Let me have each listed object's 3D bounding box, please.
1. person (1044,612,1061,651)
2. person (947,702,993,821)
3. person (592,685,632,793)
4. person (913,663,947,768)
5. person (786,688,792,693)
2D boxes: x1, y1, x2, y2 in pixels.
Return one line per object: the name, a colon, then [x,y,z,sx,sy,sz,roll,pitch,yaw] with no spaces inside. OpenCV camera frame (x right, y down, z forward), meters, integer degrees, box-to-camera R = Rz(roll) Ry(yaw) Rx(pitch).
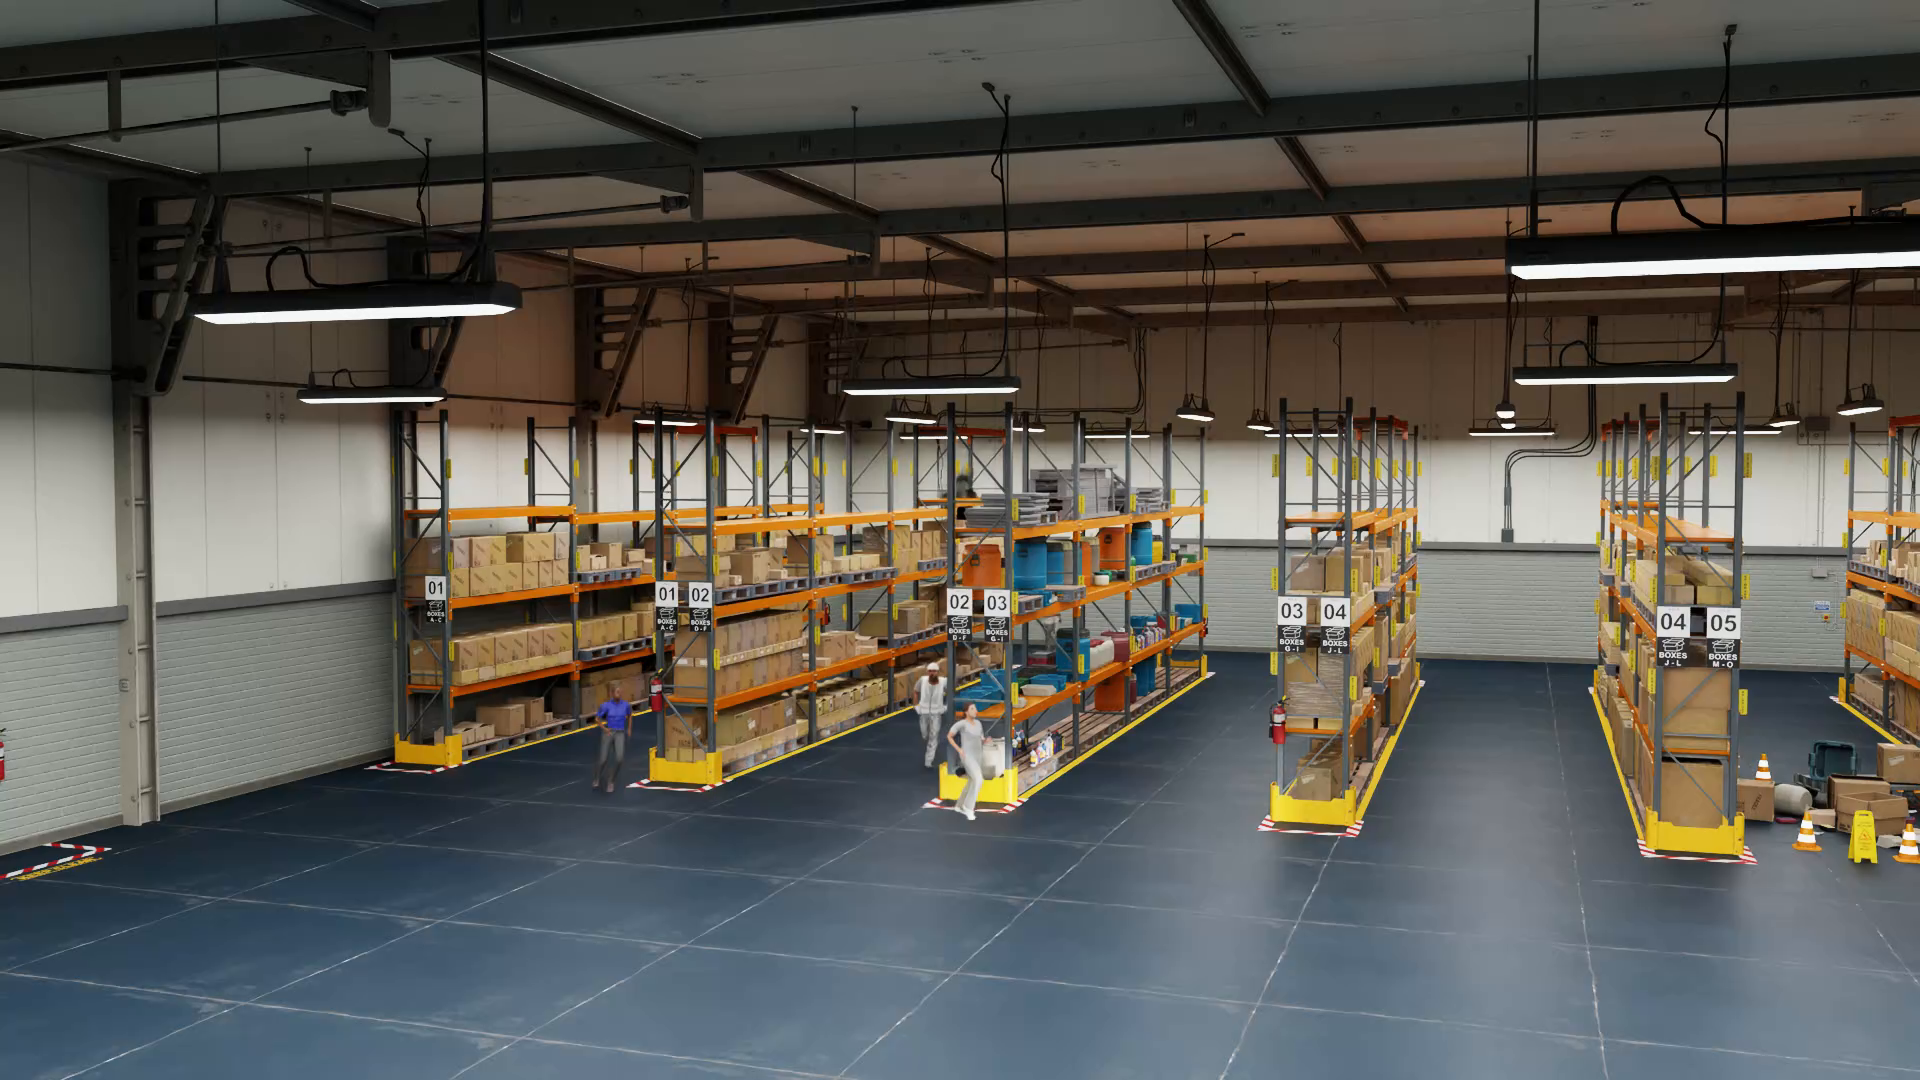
person: [2.295,2.114,41.950,0.581,1.703,0.877,-1,3,-22]
person: [0.167,3.151,23.761,0.661,1.687,0.546,2,3,41]
person: [-5.392,3.090,25.909,0.653,1.659,0.665,-1,3,-24]
person: [-0.460,2.897,28.235,0.688,1.672,0.828,0,2,9]
person: [-3.765,2.657,34.847,0.601,1.663,0.936,0,2,8]
